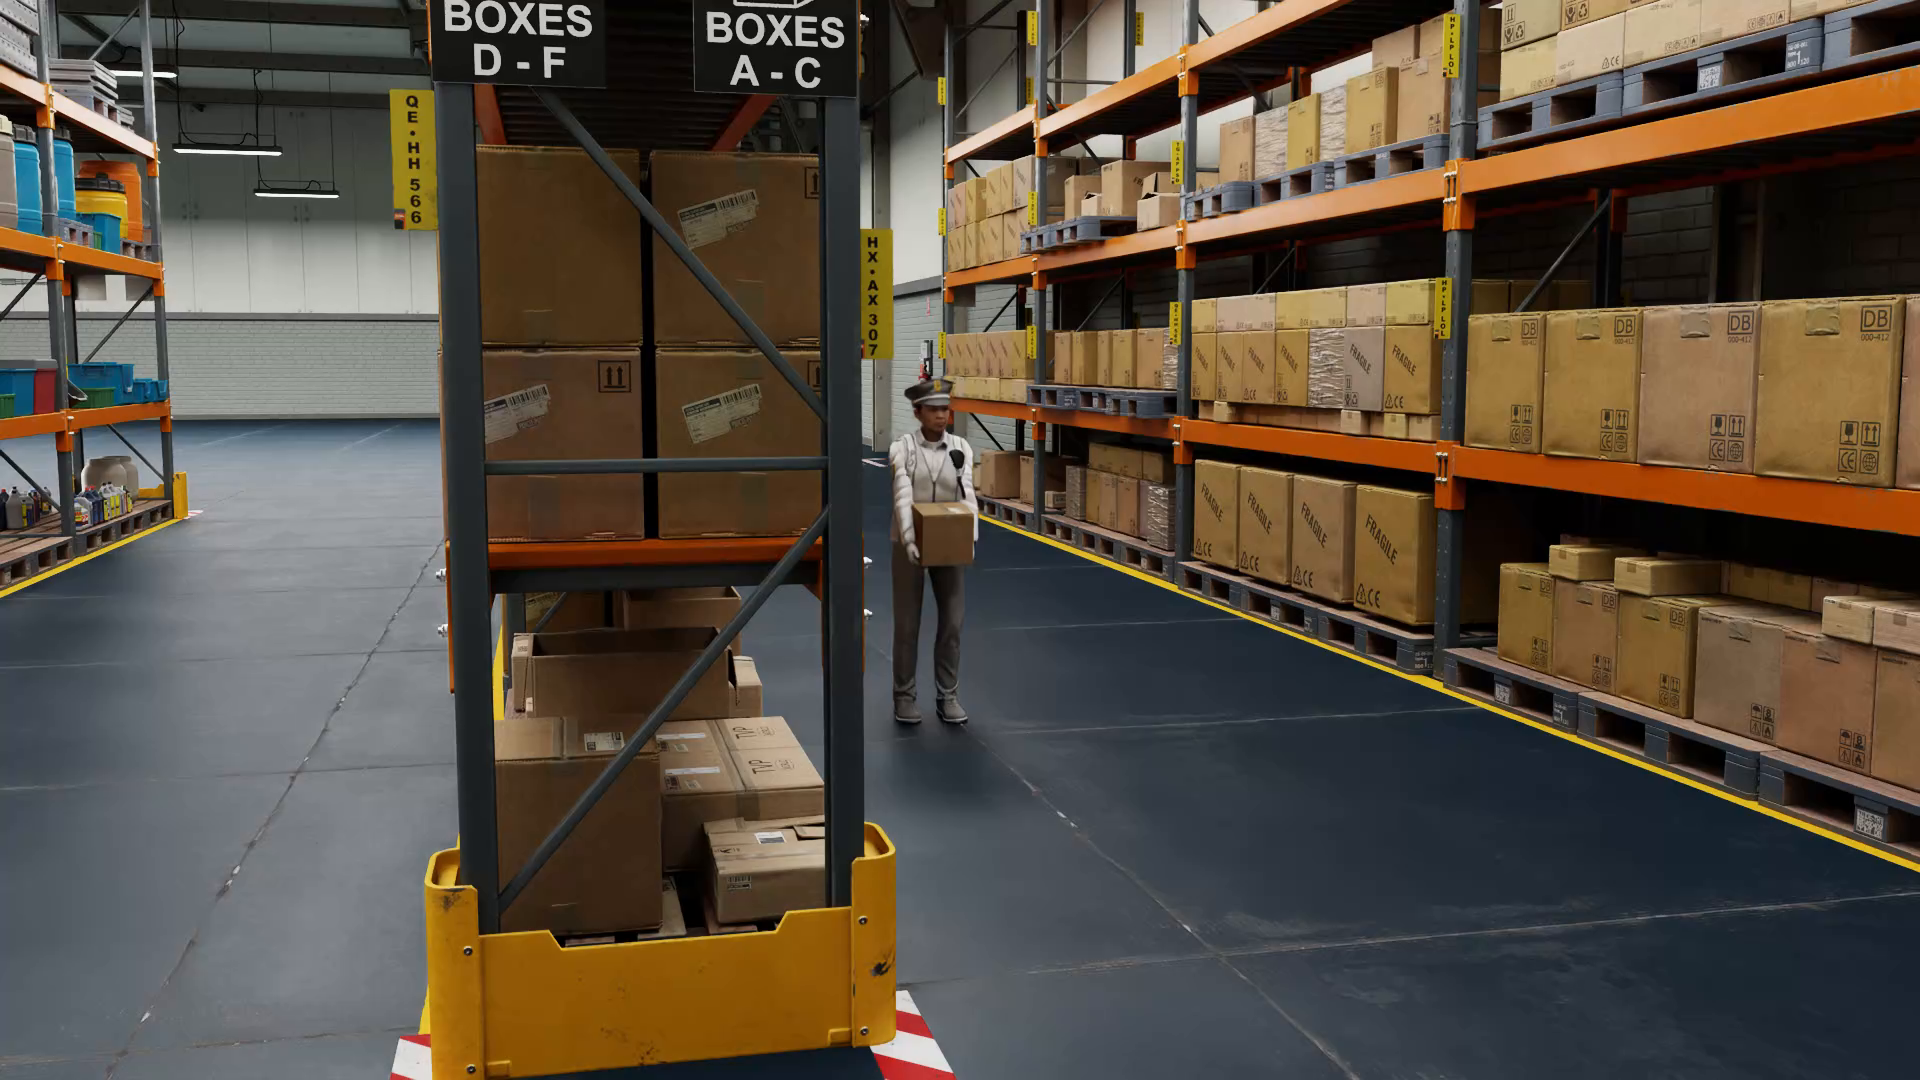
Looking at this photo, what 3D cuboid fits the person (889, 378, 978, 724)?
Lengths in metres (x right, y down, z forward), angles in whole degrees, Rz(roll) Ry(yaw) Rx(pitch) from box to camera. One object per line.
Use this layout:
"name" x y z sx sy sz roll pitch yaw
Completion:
"person" -0.122 0.056 8.112 0.416 1.684 0.523 -2 6 -15
